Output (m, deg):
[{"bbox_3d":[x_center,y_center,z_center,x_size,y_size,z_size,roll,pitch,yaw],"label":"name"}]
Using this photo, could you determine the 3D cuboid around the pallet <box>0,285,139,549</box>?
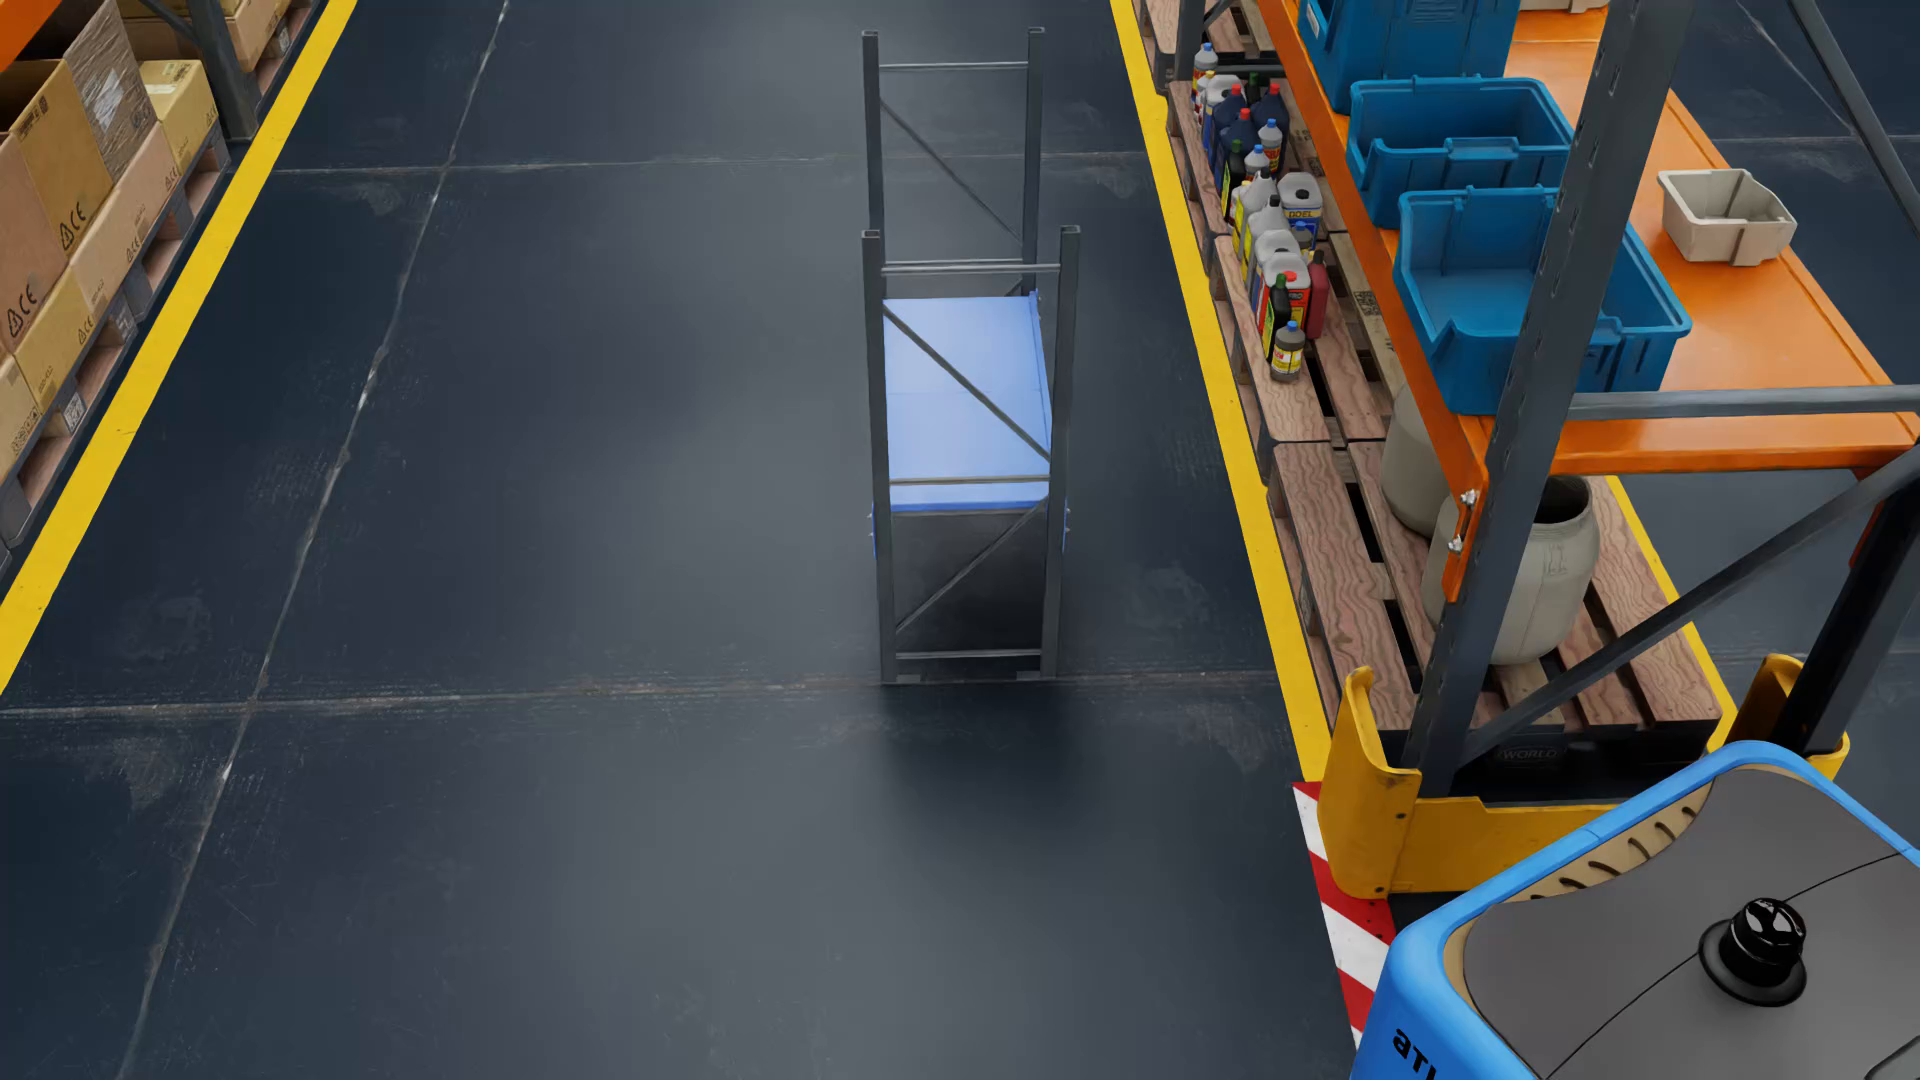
[{"bbox_3d":[-3.478,-0.439,5.572,1.003,0.211,1.213,-2,43,-2],"label":"pallet"}]

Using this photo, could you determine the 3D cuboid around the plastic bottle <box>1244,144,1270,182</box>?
[{"bbox_3d":[1.096,-1.344,6.190,0.097,0.271,0.097,0,43,0],"label":"plastic bottle"}]

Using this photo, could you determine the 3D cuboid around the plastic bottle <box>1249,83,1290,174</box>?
[{"bbox_3d":[1.188,-1.603,6.414,0.144,0.351,0.185,-2,43,-2],"label":"plastic bottle"}]

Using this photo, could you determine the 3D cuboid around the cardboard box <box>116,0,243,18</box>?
[{"bbox_3d":[-3.293,-2.464,7.028,0.500,0.311,0.500,-2,43,-2],"label":"cardboard box"}]

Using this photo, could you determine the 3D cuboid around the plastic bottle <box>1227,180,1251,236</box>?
[{"bbox_3d":[1.041,-1.225,6.111,0.097,0.201,0.097,0,43,0],"label":"plastic bottle"}]

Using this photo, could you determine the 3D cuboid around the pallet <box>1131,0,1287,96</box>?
[{"bbox_3d":[1.352,-2.471,7.790,1.003,0.211,1.213,-2,43,-2],"label":"pallet"}]

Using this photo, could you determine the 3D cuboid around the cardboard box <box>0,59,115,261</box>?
[{"bbox_3d":[-3.252,-1.266,5.580,0.500,0.500,0.500,-2,43,-2],"label":"cardboard box"}]

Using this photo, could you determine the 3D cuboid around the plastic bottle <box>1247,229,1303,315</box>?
[{"bbox_3d":[1.089,-0.920,5.723,0.152,0.276,0.135,-3,43,-3],"label":"plastic bottle"}]

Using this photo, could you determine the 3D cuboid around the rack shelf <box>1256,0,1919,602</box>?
[{"bbox_3d":[1.509,-1.355,5.040,1.077,0.370,4.000,-2,43,-2],"label":"rack shelf"}]

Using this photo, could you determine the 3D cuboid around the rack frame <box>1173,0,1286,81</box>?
[{"bbox_3d":[1.424,-2.970,6.270,1.000,3.000,0.127,-2,43,-2],"label":"rack frame"}]

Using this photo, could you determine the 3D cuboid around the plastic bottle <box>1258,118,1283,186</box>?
[{"bbox_3d":[1.171,-1.475,6.333,0.097,0.271,0.097,0,43,0],"label":"plastic bottle"}]

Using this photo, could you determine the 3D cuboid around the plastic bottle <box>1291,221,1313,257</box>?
[{"bbox_3d":[1.197,-1.037,5.907,0.097,0.201,0.097,0,43,0],"label":"plastic bottle"}]

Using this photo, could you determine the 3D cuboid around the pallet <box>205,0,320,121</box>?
[{"bbox_3d":[-3.595,-2.299,7.601,1.003,0.211,1.213,-2,43,-2],"label":"pallet"}]

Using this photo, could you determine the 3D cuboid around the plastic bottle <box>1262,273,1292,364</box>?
[{"bbox_3d":[1.055,-0.736,5.518,0.061,0.283,0.133,-1,43,-1],"label":"plastic bottle"}]

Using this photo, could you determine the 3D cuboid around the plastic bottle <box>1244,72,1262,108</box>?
[{"bbox_3d":[1.147,-1.689,6.557,0.061,0.283,0.133,-2,43,-2],"label":"plastic bottle"}]

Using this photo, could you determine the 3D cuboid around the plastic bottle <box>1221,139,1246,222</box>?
[{"bbox_3d":[1.017,-1.334,6.170,0.061,0.283,0.133,0,43,0],"label":"plastic bottle"}]

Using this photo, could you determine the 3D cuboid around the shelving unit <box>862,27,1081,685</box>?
[{"bbox_3d":[0.004,-0.495,4.680,0.538,1.500,1.048,-2,43,-2],"label":"shelving unit"}]

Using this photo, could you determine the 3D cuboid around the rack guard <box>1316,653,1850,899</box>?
[{"bbox_3d":[1.544,0.602,4.223,1.175,0.500,0.348,-2,43,-2],"label":"rack guard"}]

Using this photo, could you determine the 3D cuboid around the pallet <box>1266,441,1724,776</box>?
[{"bbox_3d":[1.515,0.160,4.919,1.003,0.211,1.213,-2,43,-2],"label":"pallet"}]

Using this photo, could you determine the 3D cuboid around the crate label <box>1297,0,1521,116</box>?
[{"bbox_3d":[1.246,-1.517,4.659,0.502,0.435,0.616,-2,43,-2],"label":"crate label"}]

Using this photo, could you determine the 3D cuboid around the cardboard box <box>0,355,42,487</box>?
[{"bbox_3d":[-3.201,-0.315,5.097,0.500,0.250,0.500,-2,43,-2],"label":"cardboard box"}]

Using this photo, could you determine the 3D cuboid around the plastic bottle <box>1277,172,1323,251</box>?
[{"bbox_3d":[1.217,-1.178,6.005,0.152,0.276,0.135,-2,43,-2],"label":"plastic bottle"}]

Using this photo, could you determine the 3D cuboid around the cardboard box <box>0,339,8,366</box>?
[{"bbox_3d":[-3.213,-0.591,4.844,0.500,0.500,0.500,-2,43,-2],"label":"cardboard box"}]

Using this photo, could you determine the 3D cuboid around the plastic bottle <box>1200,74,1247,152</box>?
[{"bbox_3d":[1.041,-1.683,6.556,0.152,0.276,0.135,0,43,0],"label":"plastic bottle"}]

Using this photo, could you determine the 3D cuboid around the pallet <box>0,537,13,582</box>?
[{"bbox_3d":[-3.429,0.383,4.676,1.003,0.211,1.213,-2,43,-2],"label":"pallet"}]

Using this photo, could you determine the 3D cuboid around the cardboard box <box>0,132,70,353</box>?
[{"bbox_3d":[-3.216,-0.929,5.212,0.500,0.500,0.500,-2,43,-2],"label":"cardboard box"}]

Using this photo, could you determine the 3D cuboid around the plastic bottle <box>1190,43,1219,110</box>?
[{"bbox_3d":[1.000,-1.899,6.795,0.097,0.271,0.097,0,43,0],"label":"plastic bottle"}]

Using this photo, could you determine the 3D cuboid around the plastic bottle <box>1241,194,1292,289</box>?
[{"bbox_3d":[1.078,-1.059,5.820,0.144,0.351,0.185,0,43,0],"label":"plastic bottle"}]

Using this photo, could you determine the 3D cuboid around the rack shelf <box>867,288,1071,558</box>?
[{"bbox_3d":[0.004,-0.363,4.802,0.538,0.185,1.000,-2,43,-2],"label":"rack shelf"}]

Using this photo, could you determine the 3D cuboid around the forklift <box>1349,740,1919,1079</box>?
[{"bbox_3d":[1.916,1.103,1.878,1.130,2.935,3.031,-22,47,-22],"label":"forklift"}]

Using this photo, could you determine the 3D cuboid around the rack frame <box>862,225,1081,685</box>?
[{"bbox_3d":[0.025,-0.152,4.306,0.500,1.500,0.032,-2,43,-2],"label":"rack frame"}]

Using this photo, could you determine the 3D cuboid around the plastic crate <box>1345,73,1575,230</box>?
[{"bbox_3d":[1.252,-0.983,4.212,0.499,0.251,0.408,-2,43,-2],"label":"plastic crate"}]

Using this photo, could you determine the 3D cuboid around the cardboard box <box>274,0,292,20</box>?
[{"bbox_3d":[-3.315,-2.596,7.586,0.500,0.250,0.500,-1,43,-1],"label":"cardboard box"}]

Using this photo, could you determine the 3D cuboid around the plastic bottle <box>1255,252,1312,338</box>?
[{"bbox_3d":[1.095,-0.826,5.621,0.152,0.276,0.135,-1,43,-1],"label":"plastic bottle"}]

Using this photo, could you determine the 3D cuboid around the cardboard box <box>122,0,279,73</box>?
[{"bbox_3d":[-3.294,-2.251,7.210,0.500,0.250,0.500,-3,43,-3],"label":"cardboard box"}]

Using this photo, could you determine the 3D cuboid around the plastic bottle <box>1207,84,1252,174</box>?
[{"bbox_3d":[1.044,-1.599,6.409,0.144,0.351,0.185,-1,43,-1],"label":"plastic bottle"}]

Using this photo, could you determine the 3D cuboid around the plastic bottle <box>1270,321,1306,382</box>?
[{"bbox_3d":[1.078,-0.627,5.460,0.097,0.201,0.097,0,43,0],"label":"plastic bottle"}]

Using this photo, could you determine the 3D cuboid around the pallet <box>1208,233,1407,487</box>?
[{"bbox_3d":[1.466,-0.662,5.816,1.003,0.211,1.213,-2,43,-2],"label":"pallet"}]

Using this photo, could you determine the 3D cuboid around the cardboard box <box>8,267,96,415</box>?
[{"bbox_3d":[-3.217,-0.652,5.466,0.500,0.250,0.500,-2,43,-2],"label":"cardboard box"}]

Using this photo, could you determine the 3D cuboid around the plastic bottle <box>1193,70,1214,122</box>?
[{"bbox_3d":[1.004,-1.804,6.744,0.097,0.201,0.097,0,43,0],"label":"plastic bottle"}]

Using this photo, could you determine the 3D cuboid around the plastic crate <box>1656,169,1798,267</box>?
[{"bbox_3d":[1.878,-0.786,4.082,0.298,0.136,0.250,-2,43,-2],"label":"plastic crate"}]

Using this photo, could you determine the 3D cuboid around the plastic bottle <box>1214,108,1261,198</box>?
[{"bbox_3d":[1.052,-1.471,6.270,0.144,0.351,0.185,-3,43,-4],"label":"plastic bottle"}]

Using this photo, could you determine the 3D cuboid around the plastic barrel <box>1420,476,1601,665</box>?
[{"bbox_3d":[1.490,0.051,4.505,0.421,0.512,0.421,0,43,0],"label":"plastic barrel"}]

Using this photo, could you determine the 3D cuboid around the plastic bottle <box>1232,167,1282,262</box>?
[{"bbox_3d":[1.070,-1.184,5.957,0.144,0.351,0.185,-2,43,-2],"label":"plastic bottle"}]

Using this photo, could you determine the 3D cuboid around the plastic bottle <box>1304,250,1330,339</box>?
[{"bbox_3d":[1.201,-0.832,5.623,0.061,0.283,0.133,-2,43,-2],"label":"plastic bottle"}]

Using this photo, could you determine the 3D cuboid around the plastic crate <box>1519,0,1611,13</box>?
[{"bbox_3d":[1.746,-1.784,5.171,0.530,0.136,0.437,-2,43,-2],"label":"plastic crate"}]

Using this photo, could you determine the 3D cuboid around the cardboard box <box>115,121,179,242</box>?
[{"bbox_3d":[-3.275,-1.327,6.202,0.500,0.250,0.500,-2,43,-2],"label":"cardboard box"}]

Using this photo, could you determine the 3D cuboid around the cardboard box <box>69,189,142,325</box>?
[{"bbox_3d":[-3.239,-0.990,5.834,0.500,0.250,0.500,-2,43,-2],"label":"cardboard box"}]

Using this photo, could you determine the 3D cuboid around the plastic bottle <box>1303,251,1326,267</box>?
[{"bbox_3d":[1.213,-0.908,5.766,0.097,0.201,0.097,0,43,0],"label":"plastic bottle"}]

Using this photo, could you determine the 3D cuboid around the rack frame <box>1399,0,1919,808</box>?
[{"bbox_3d":[1.594,-0.270,3.324,1.000,3.000,0.127,-2,43,-2],"label":"rack frame"}]

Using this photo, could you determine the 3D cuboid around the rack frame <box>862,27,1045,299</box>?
[{"bbox_3d":[-0.018,-0.838,5.055,0.500,1.500,0.032,-2,43,-2],"label":"rack frame"}]

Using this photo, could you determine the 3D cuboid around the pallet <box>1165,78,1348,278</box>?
[{"bbox_3d":[1.411,-1.487,6.716,1.003,0.211,1.213,-2,43,-2],"label":"pallet"}]

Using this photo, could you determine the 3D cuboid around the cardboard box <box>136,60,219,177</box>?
[{"bbox_3d":[-3.287,-1.665,6.570,0.500,0.250,0.500,-2,43,-2],"label":"cardboard box"}]

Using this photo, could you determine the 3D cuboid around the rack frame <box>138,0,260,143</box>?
[{"bbox_3d":[-3.525,-2.830,6.118,1.000,3.000,0.127,-2,43,-2],"label":"rack frame"}]

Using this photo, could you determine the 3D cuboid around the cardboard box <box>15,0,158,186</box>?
[{"bbox_3d":[-3.277,-1.603,5.948,0.500,0.500,0.500,-2,43,-2],"label":"cardboard box"}]

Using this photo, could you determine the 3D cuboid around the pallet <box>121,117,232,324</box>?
[{"bbox_3d":[-3.533,-1.264,6.473,1.003,0.211,1.213,-2,43,-2],"label":"pallet"}]

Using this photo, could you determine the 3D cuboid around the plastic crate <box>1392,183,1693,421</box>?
[{"bbox_3d":[1.274,-0.544,3.734,0.499,0.251,0.616,-2,43,-2],"label":"plastic crate"}]

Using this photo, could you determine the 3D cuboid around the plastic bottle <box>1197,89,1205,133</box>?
[{"bbox_3d":[1.009,-1.736,6.669,0.097,0.201,0.097,0,43,0],"label":"plastic bottle"}]

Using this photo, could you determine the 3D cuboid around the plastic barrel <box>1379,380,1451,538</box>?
[{"bbox_3d":[1.469,-0.288,4.874,0.421,0.512,0.421,0,43,0],"label":"plastic barrel"}]
